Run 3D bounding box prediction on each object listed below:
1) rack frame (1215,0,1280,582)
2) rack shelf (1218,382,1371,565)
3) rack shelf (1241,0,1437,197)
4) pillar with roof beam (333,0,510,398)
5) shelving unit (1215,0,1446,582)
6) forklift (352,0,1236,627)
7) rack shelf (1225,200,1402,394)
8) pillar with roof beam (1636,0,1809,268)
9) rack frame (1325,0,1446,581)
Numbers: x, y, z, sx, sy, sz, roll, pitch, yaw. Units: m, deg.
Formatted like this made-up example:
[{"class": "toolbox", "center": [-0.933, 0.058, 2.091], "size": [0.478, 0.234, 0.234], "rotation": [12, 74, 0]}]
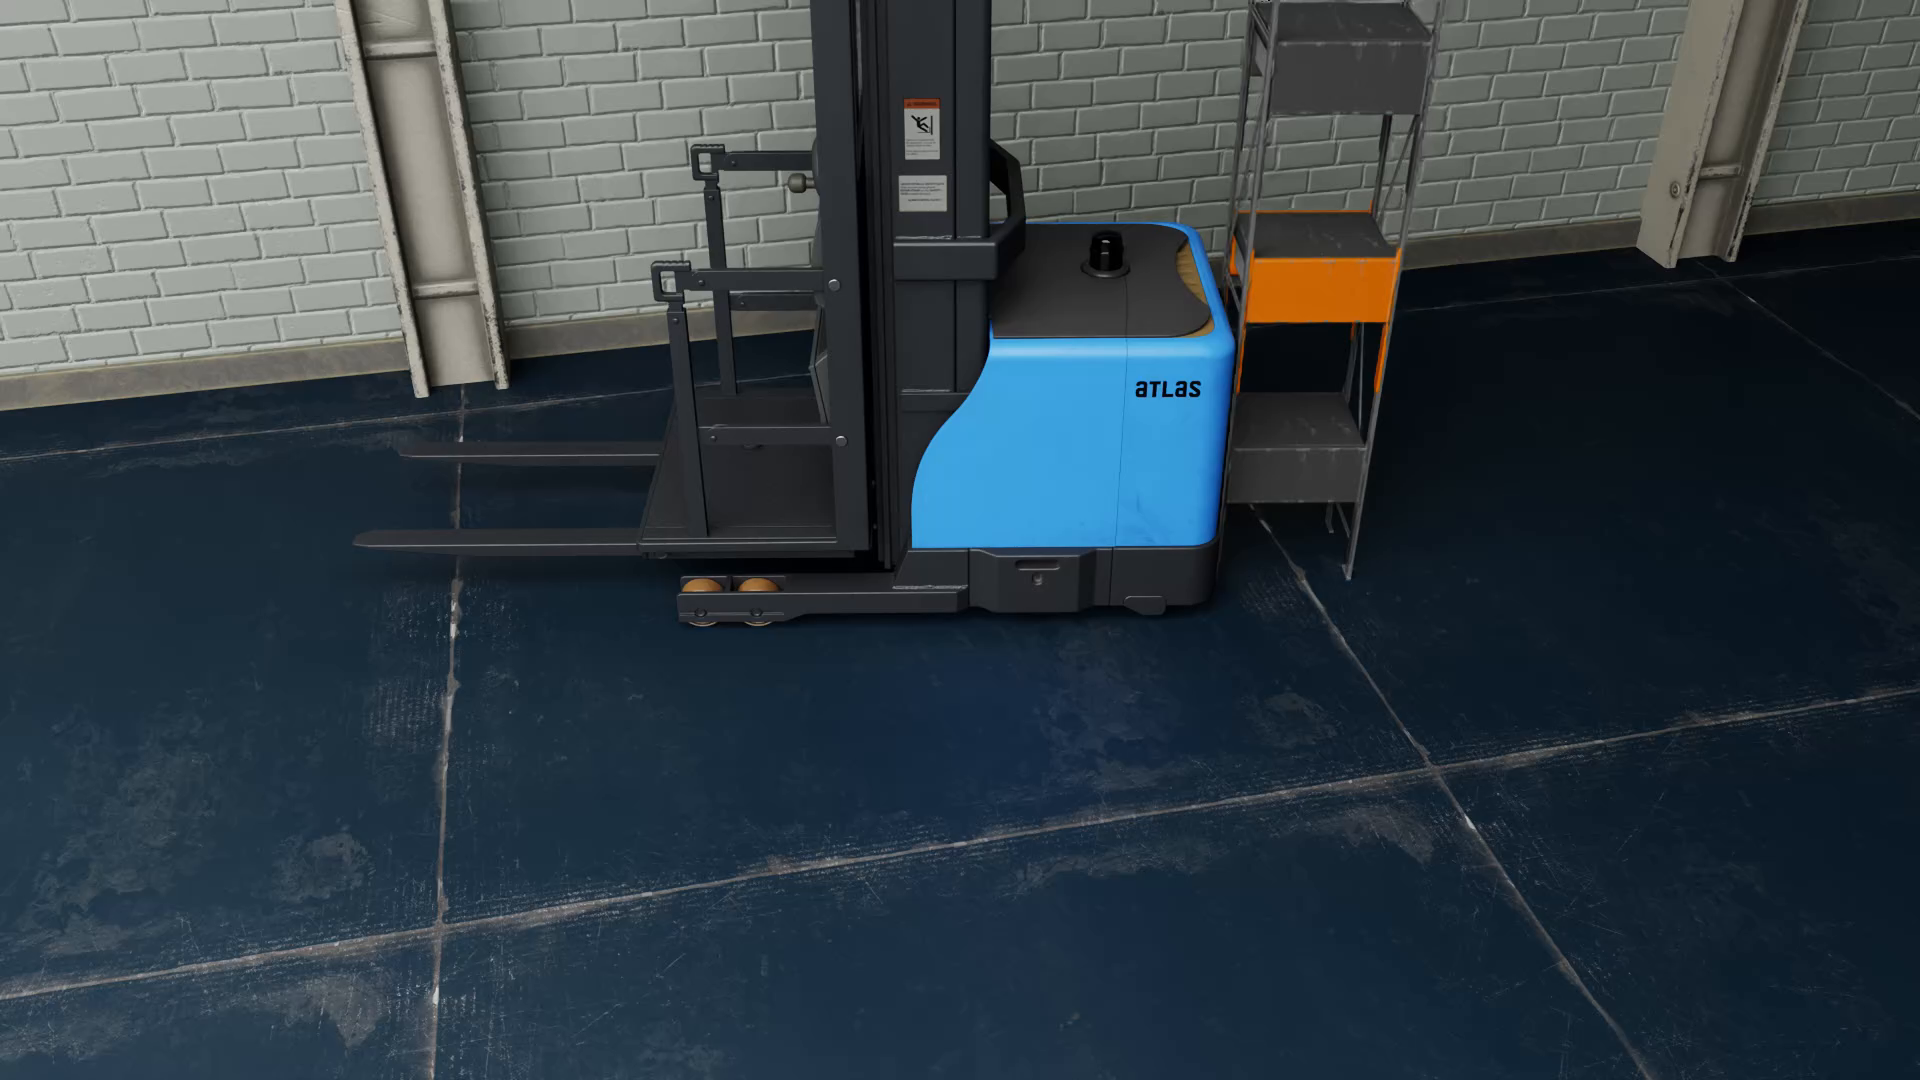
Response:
[{"class": "rack frame", "center": [0.922, -0.832, 5.603], "size": [0.015, 2.100, 0.400], "rotation": [0, 34, -1]}, {"class": "rack shelf", "center": [1.163, -0.241, 6.004], "size": [0.480, 0.518, 0.431], "rotation": [0, 34, -1]}, {"class": "rack shelf", "center": [1.168, -1.404, 5.224], "size": [0.480, 0.518, 0.431], "rotation": [0, 34, -1]}, {"class": "pillar with roof beam", "center": [-1.236, -2.117, 1.329], "size": [0.400, 9.000, 9.100], "rotation": [-7, 35, -11]}, {"class": "shelving unit", "center": [1.166, -0.834, 5.607], "size": [0.503, 2.100, 0.431], "rotation": [0, 34, -1]}, {"class": "forklift", "center": [-0.622, -1.213, 5.427], "size": [3.031, 2.935, 1.130], "rotation": [0, 34, -1]}, {"class": "rack shelf", "center": [1.165, -0.823, 5.614], "size": [0.480, 0.518, 0.431], "rotation": [0, 34, -1]}, {"class": "pillar with roof beam", "center": [4.617, -2.855, 2.428], "size": [0.400, 9.000, 9.100], "rotation": [-7, 35, -11]}, {"class": "rack frame", "center": [1.409, -0.836, 5.611], "size": [0.015, 2.100, 0.400], "rotation": [0, 34, -1]}]
